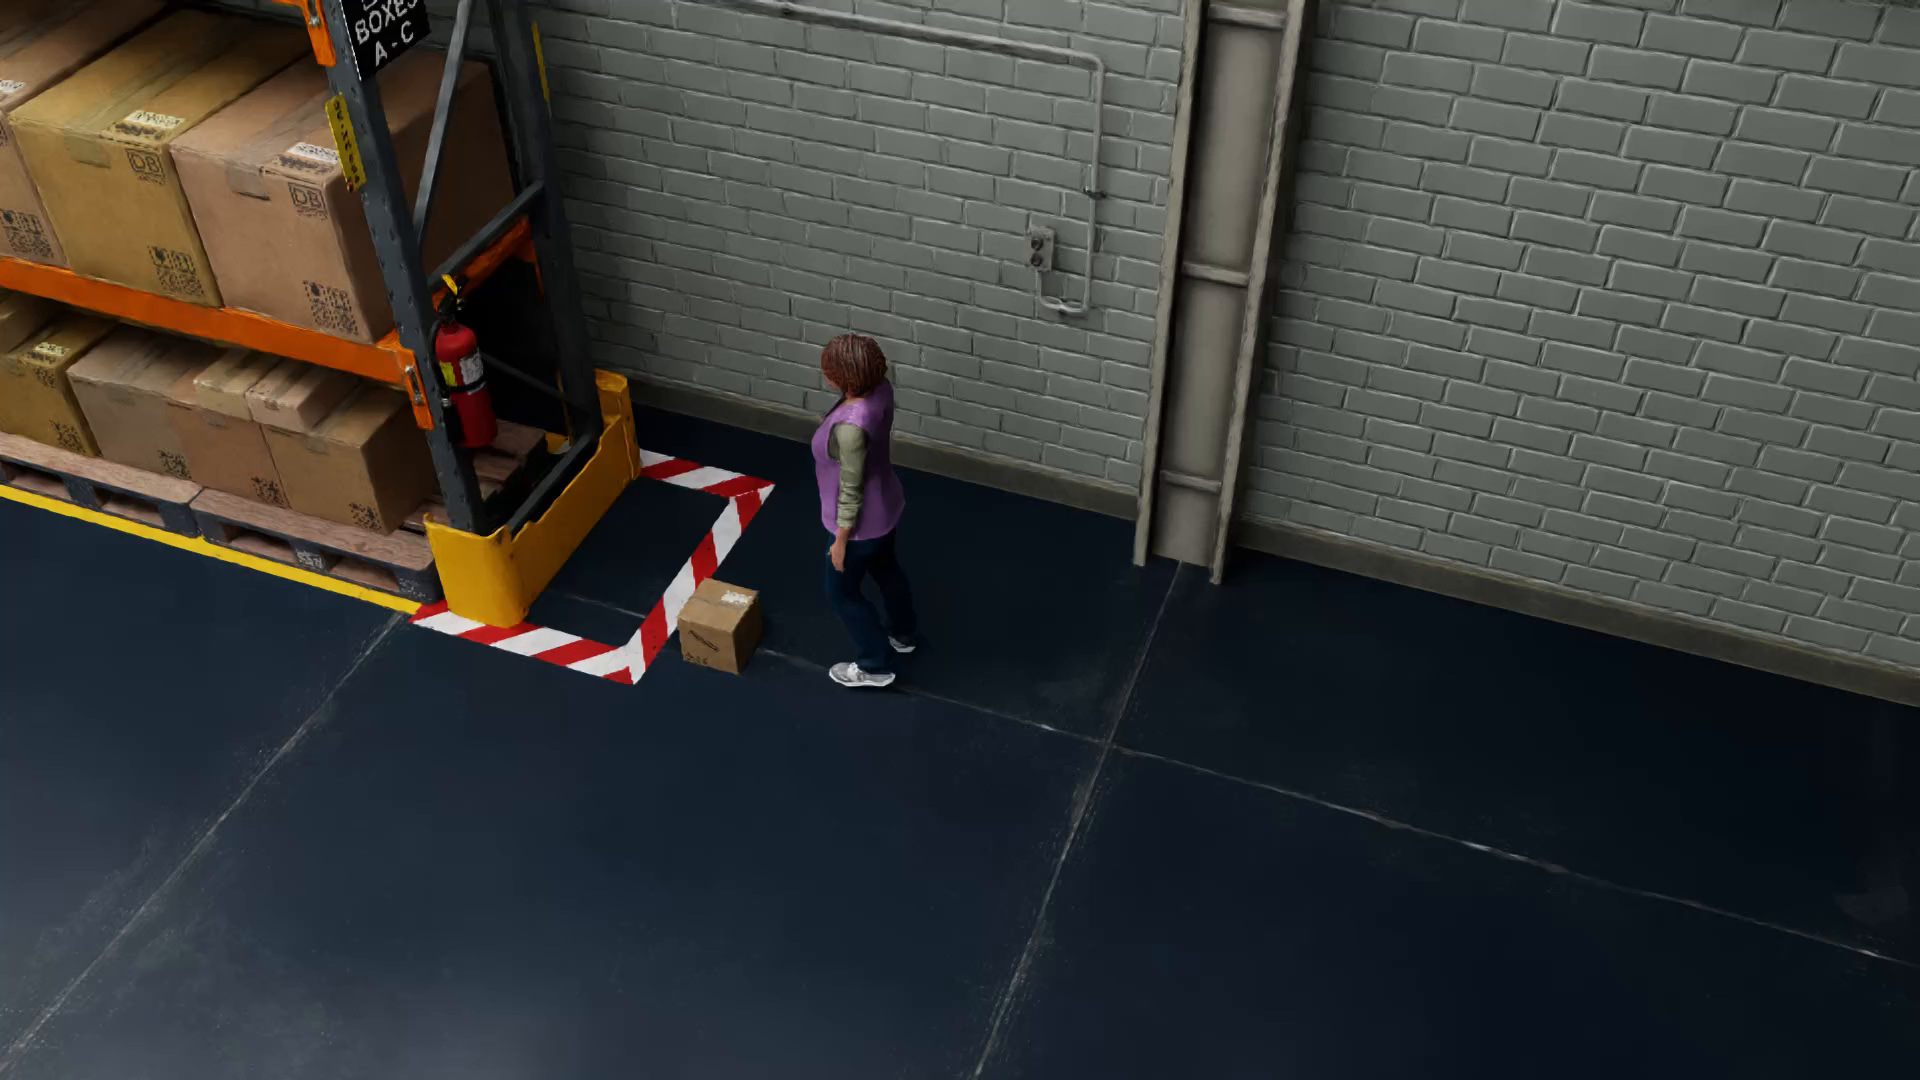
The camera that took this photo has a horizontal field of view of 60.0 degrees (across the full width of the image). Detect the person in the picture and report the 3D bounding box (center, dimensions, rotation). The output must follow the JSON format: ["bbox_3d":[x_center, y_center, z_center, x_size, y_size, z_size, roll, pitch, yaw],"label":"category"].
[{"bbox_3d":[-0.349,-0.097,6.244,0.349,1.594,0.456,9,43,10],"label":"person"}]
